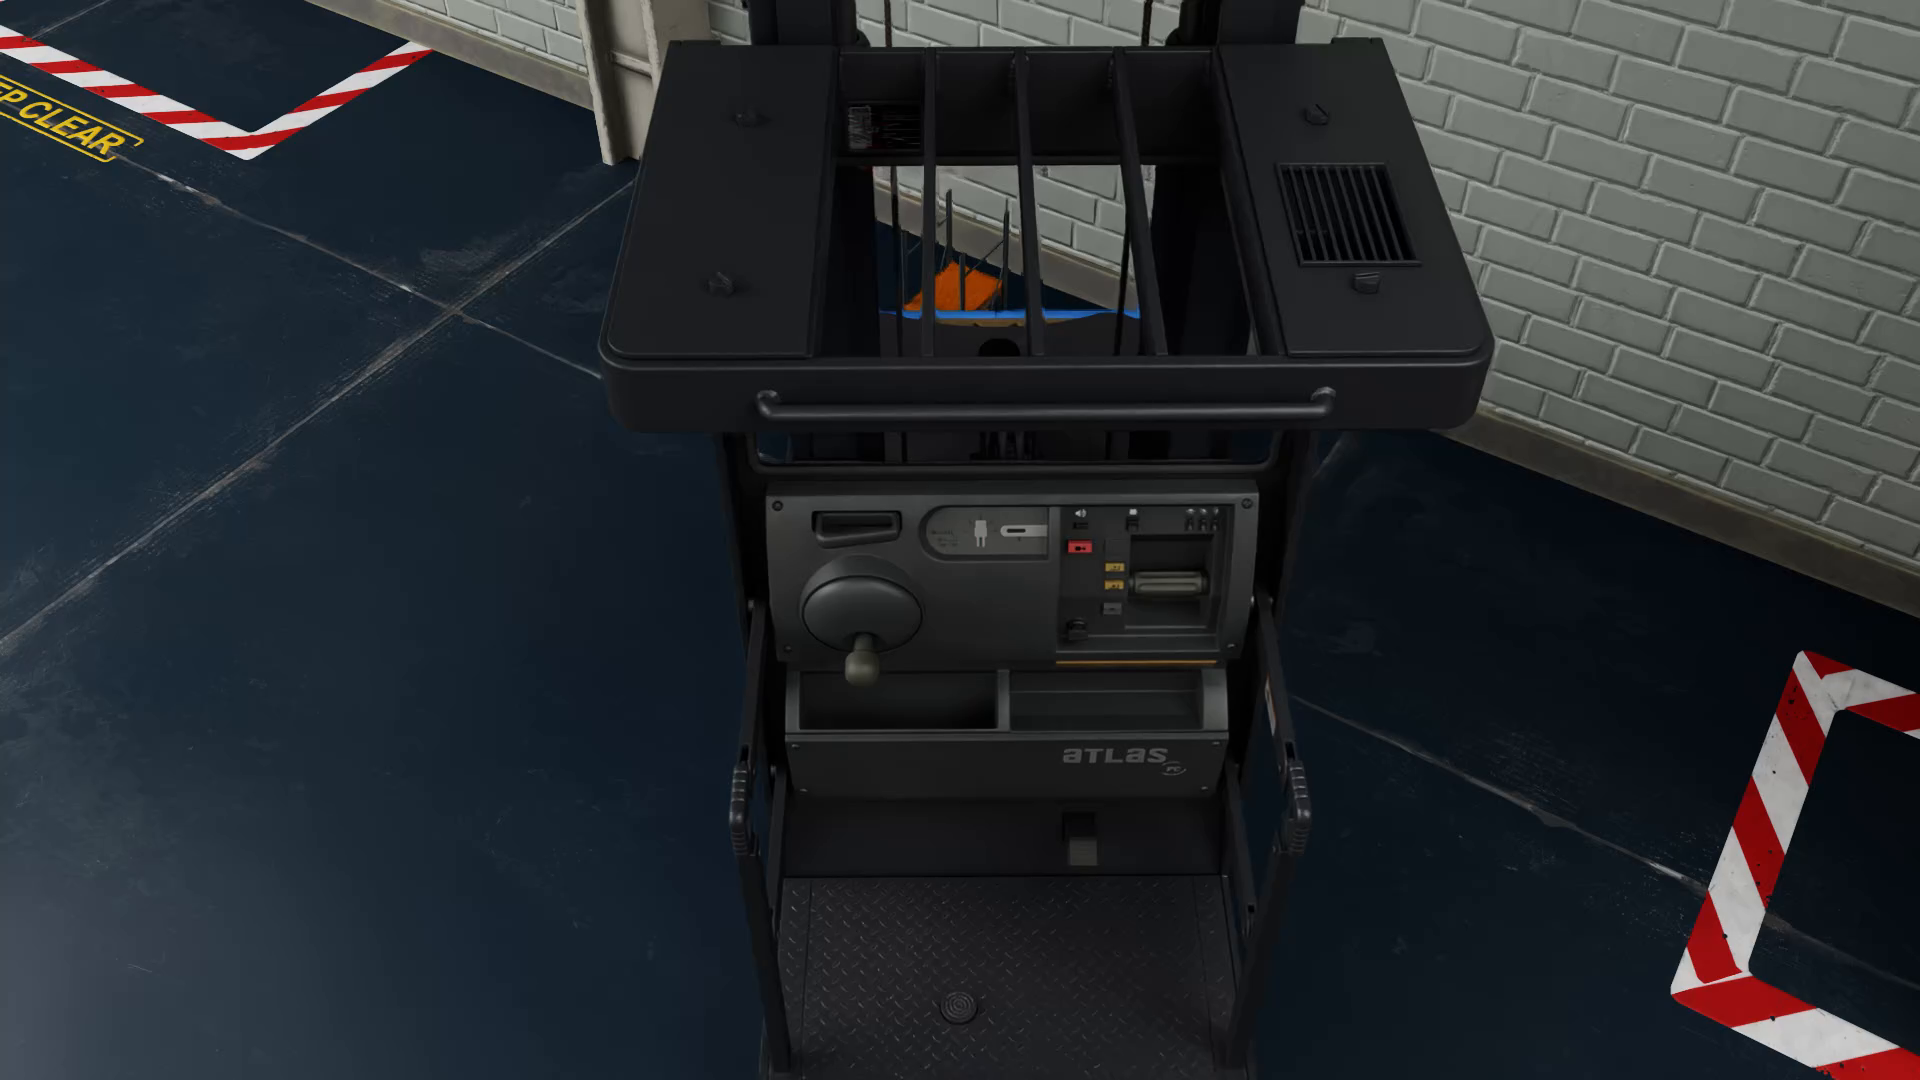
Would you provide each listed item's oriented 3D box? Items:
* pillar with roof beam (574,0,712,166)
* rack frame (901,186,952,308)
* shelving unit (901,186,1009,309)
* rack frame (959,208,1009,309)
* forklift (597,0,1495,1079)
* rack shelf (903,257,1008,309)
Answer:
[{"bbox_3d":[-3.526,-2.087,1.003,0.400,9.000,9.100,25,51,22],"label":"pillar with roof beam"},{"bbox_3d":[-0.090,-0.468,4.867,0.006,1.200,0.240,25,51,22],"label":"rack frame"},{"bbox_3d":[-0.013,-0.432,4.833,0.189,1.200,0.258,25,51,22],"label":"shelving unit"},{"bbox_3d":[0.065,-0.397,4.799,0.006,1.200,0.240,25,51,22],"label":"rack frame"},{"bbox_3d":[0.102,0.176,3.035,1.130,2.935,3.031,0,46,0],"label":"forklift"},{"bbox_3d":[-0.012,-0.652,4.607,0.180,0.103,0.258,25,51,22],"label":"rack shelf"}]
